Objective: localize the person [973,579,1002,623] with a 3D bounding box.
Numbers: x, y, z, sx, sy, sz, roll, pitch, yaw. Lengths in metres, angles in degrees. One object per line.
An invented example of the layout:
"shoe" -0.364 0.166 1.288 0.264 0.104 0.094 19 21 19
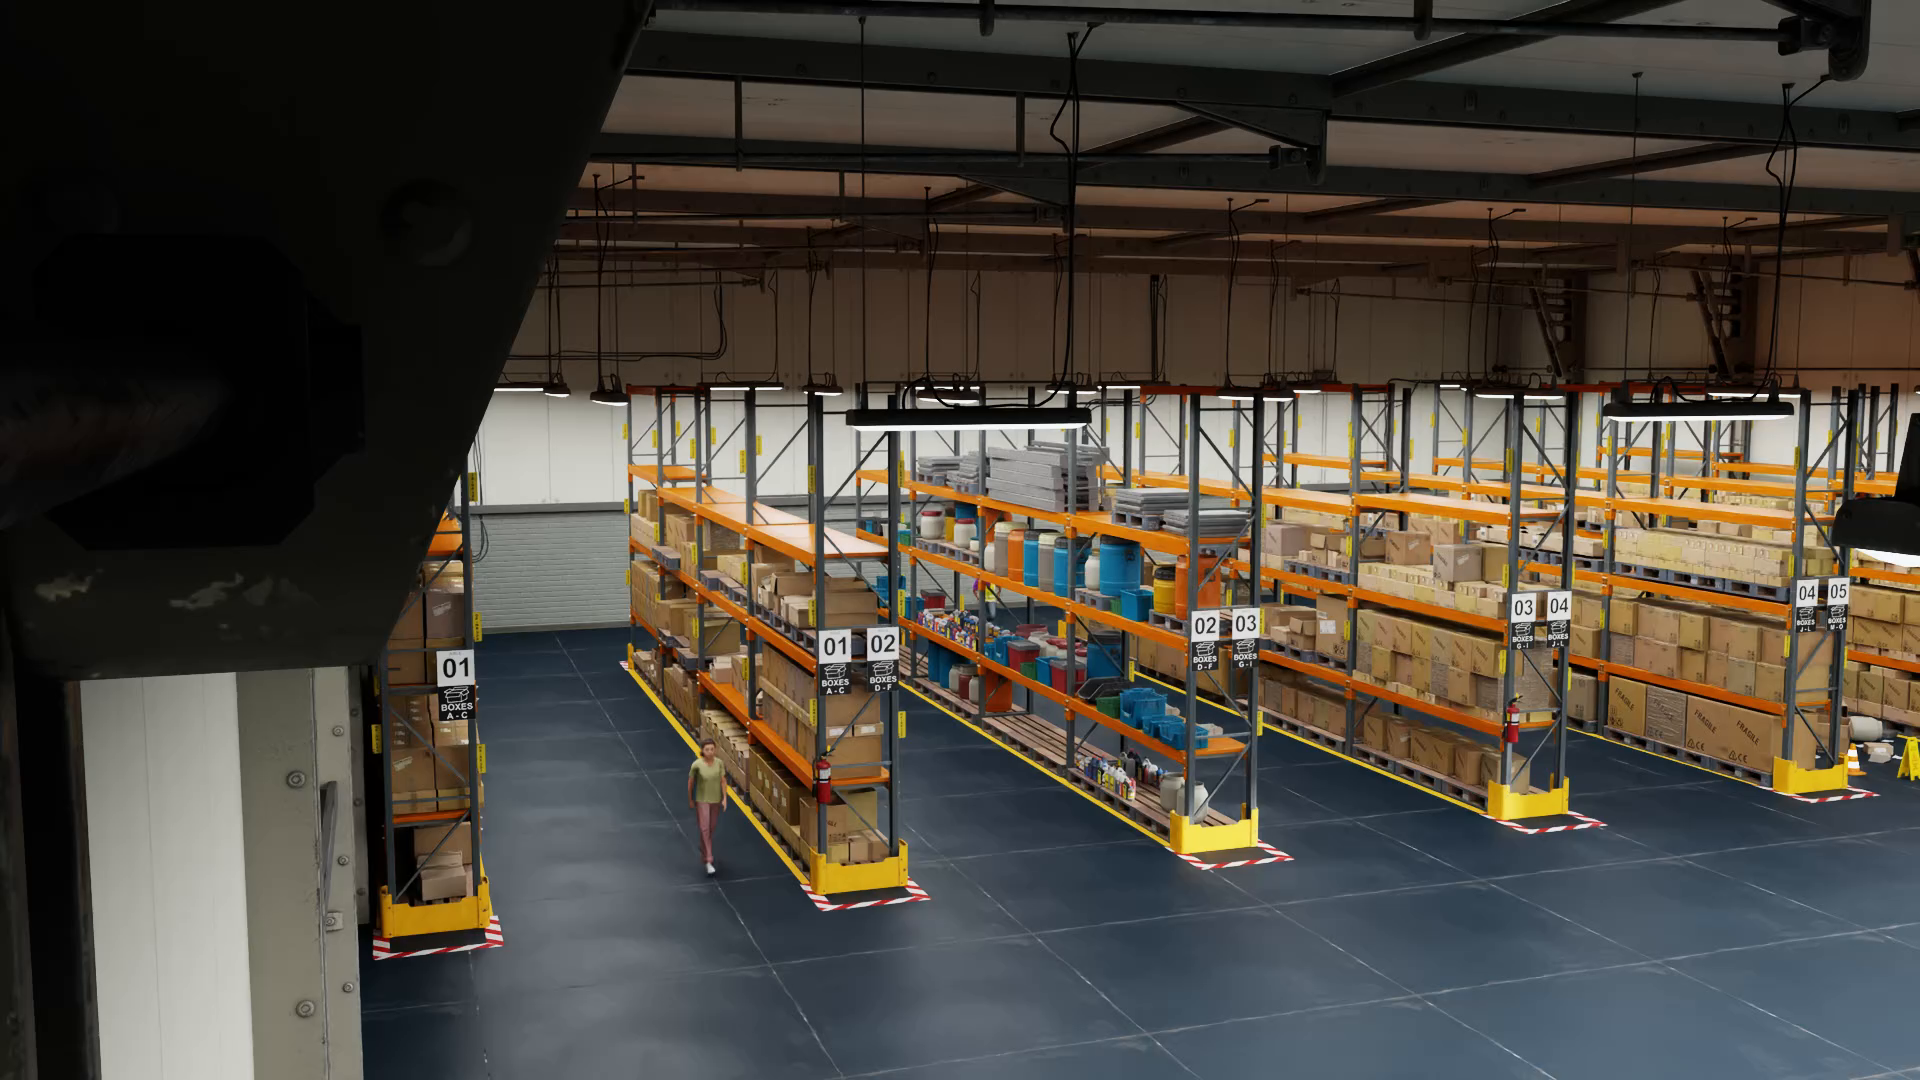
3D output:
"person" 0.652 1.434 39.438 0.740 1.665 0.686 -1 6 -10

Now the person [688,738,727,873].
"person" -3.159 3.323 21.097 0.459 1.623 0.964 -4 7 -32
